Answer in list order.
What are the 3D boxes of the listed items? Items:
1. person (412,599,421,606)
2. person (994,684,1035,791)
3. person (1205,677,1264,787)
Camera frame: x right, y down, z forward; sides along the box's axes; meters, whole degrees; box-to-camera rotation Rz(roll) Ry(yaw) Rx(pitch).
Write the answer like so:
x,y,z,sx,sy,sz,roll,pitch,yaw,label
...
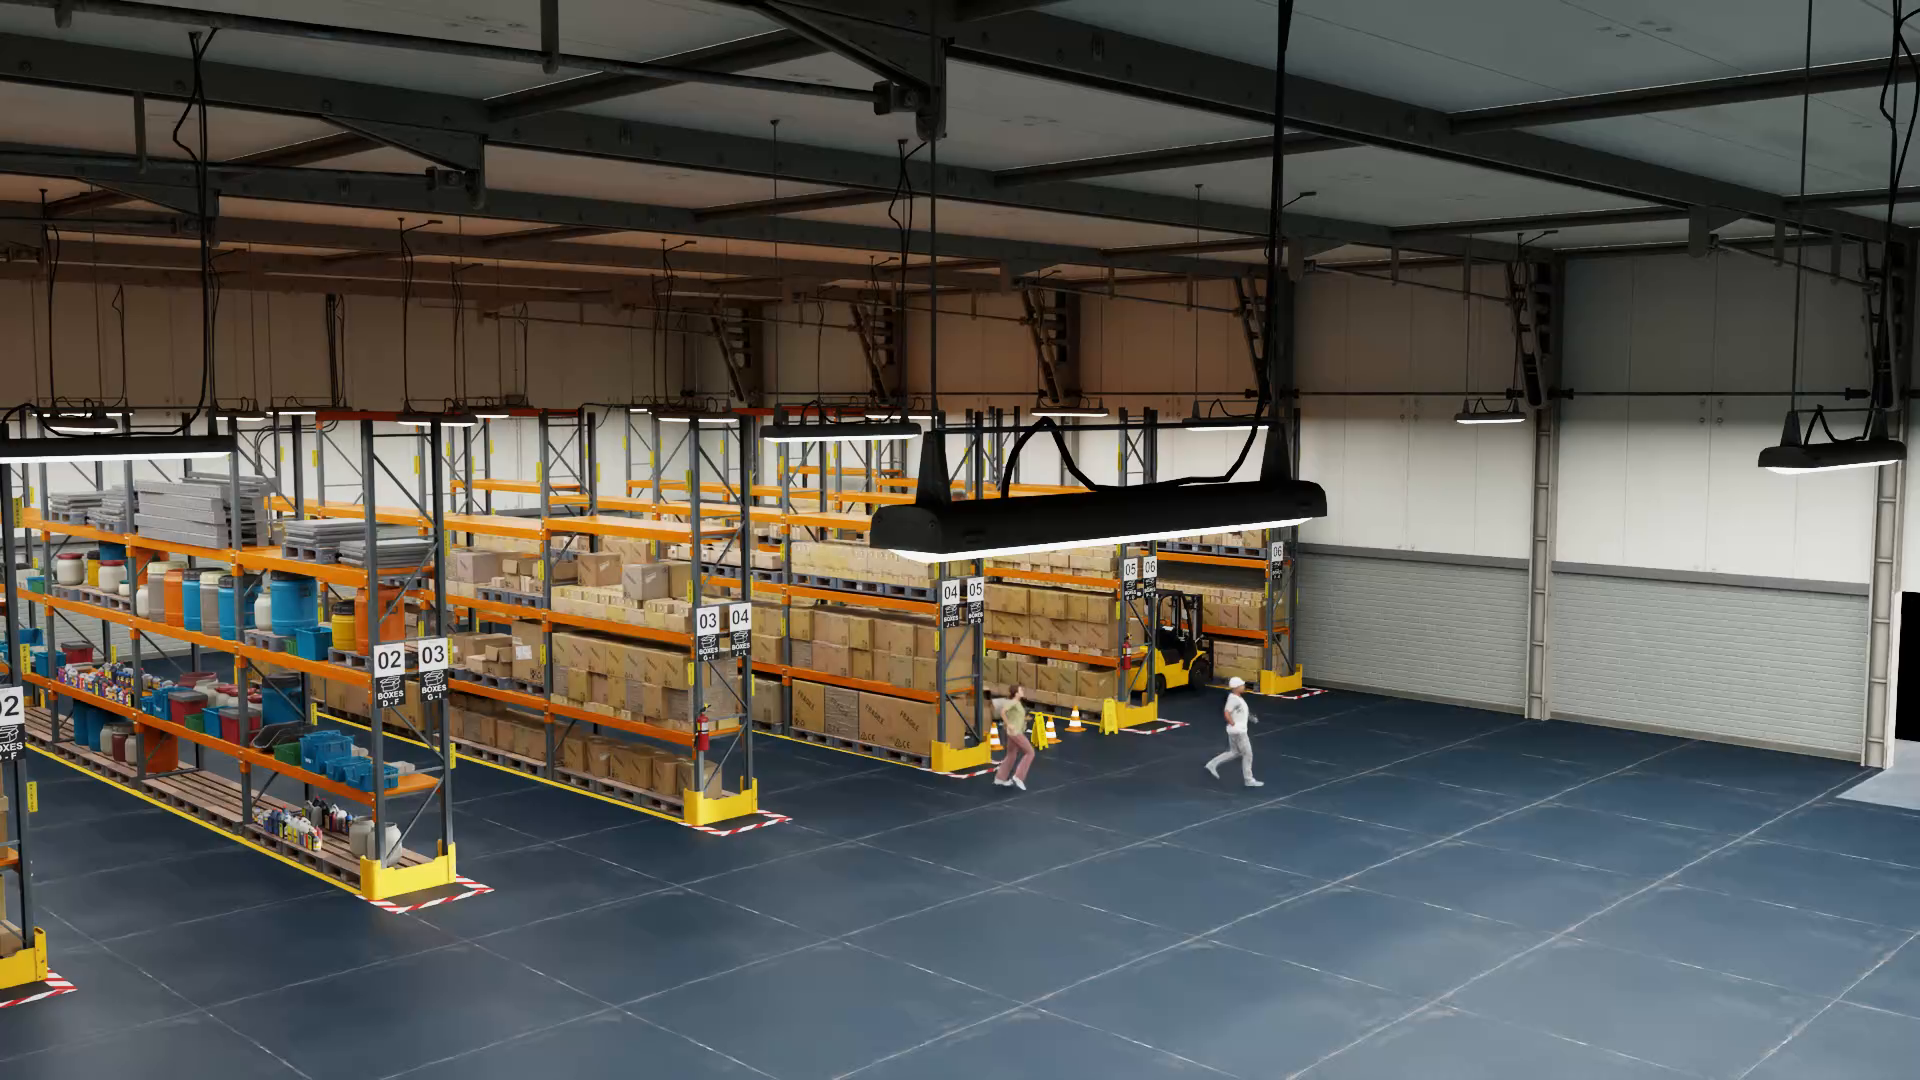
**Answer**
x,y,z,sx,sy,sz,roll,pitch,yaw,label
-12.374,2.169,37.856,0.648,1.701,0.842,-2,5,-23,person
0.864,3.152,26.717,0.653,1.668,0.568,0,5,-1,person
4.422,3.073,26.703,0.936,1.762,0.713,1,5,6,person
